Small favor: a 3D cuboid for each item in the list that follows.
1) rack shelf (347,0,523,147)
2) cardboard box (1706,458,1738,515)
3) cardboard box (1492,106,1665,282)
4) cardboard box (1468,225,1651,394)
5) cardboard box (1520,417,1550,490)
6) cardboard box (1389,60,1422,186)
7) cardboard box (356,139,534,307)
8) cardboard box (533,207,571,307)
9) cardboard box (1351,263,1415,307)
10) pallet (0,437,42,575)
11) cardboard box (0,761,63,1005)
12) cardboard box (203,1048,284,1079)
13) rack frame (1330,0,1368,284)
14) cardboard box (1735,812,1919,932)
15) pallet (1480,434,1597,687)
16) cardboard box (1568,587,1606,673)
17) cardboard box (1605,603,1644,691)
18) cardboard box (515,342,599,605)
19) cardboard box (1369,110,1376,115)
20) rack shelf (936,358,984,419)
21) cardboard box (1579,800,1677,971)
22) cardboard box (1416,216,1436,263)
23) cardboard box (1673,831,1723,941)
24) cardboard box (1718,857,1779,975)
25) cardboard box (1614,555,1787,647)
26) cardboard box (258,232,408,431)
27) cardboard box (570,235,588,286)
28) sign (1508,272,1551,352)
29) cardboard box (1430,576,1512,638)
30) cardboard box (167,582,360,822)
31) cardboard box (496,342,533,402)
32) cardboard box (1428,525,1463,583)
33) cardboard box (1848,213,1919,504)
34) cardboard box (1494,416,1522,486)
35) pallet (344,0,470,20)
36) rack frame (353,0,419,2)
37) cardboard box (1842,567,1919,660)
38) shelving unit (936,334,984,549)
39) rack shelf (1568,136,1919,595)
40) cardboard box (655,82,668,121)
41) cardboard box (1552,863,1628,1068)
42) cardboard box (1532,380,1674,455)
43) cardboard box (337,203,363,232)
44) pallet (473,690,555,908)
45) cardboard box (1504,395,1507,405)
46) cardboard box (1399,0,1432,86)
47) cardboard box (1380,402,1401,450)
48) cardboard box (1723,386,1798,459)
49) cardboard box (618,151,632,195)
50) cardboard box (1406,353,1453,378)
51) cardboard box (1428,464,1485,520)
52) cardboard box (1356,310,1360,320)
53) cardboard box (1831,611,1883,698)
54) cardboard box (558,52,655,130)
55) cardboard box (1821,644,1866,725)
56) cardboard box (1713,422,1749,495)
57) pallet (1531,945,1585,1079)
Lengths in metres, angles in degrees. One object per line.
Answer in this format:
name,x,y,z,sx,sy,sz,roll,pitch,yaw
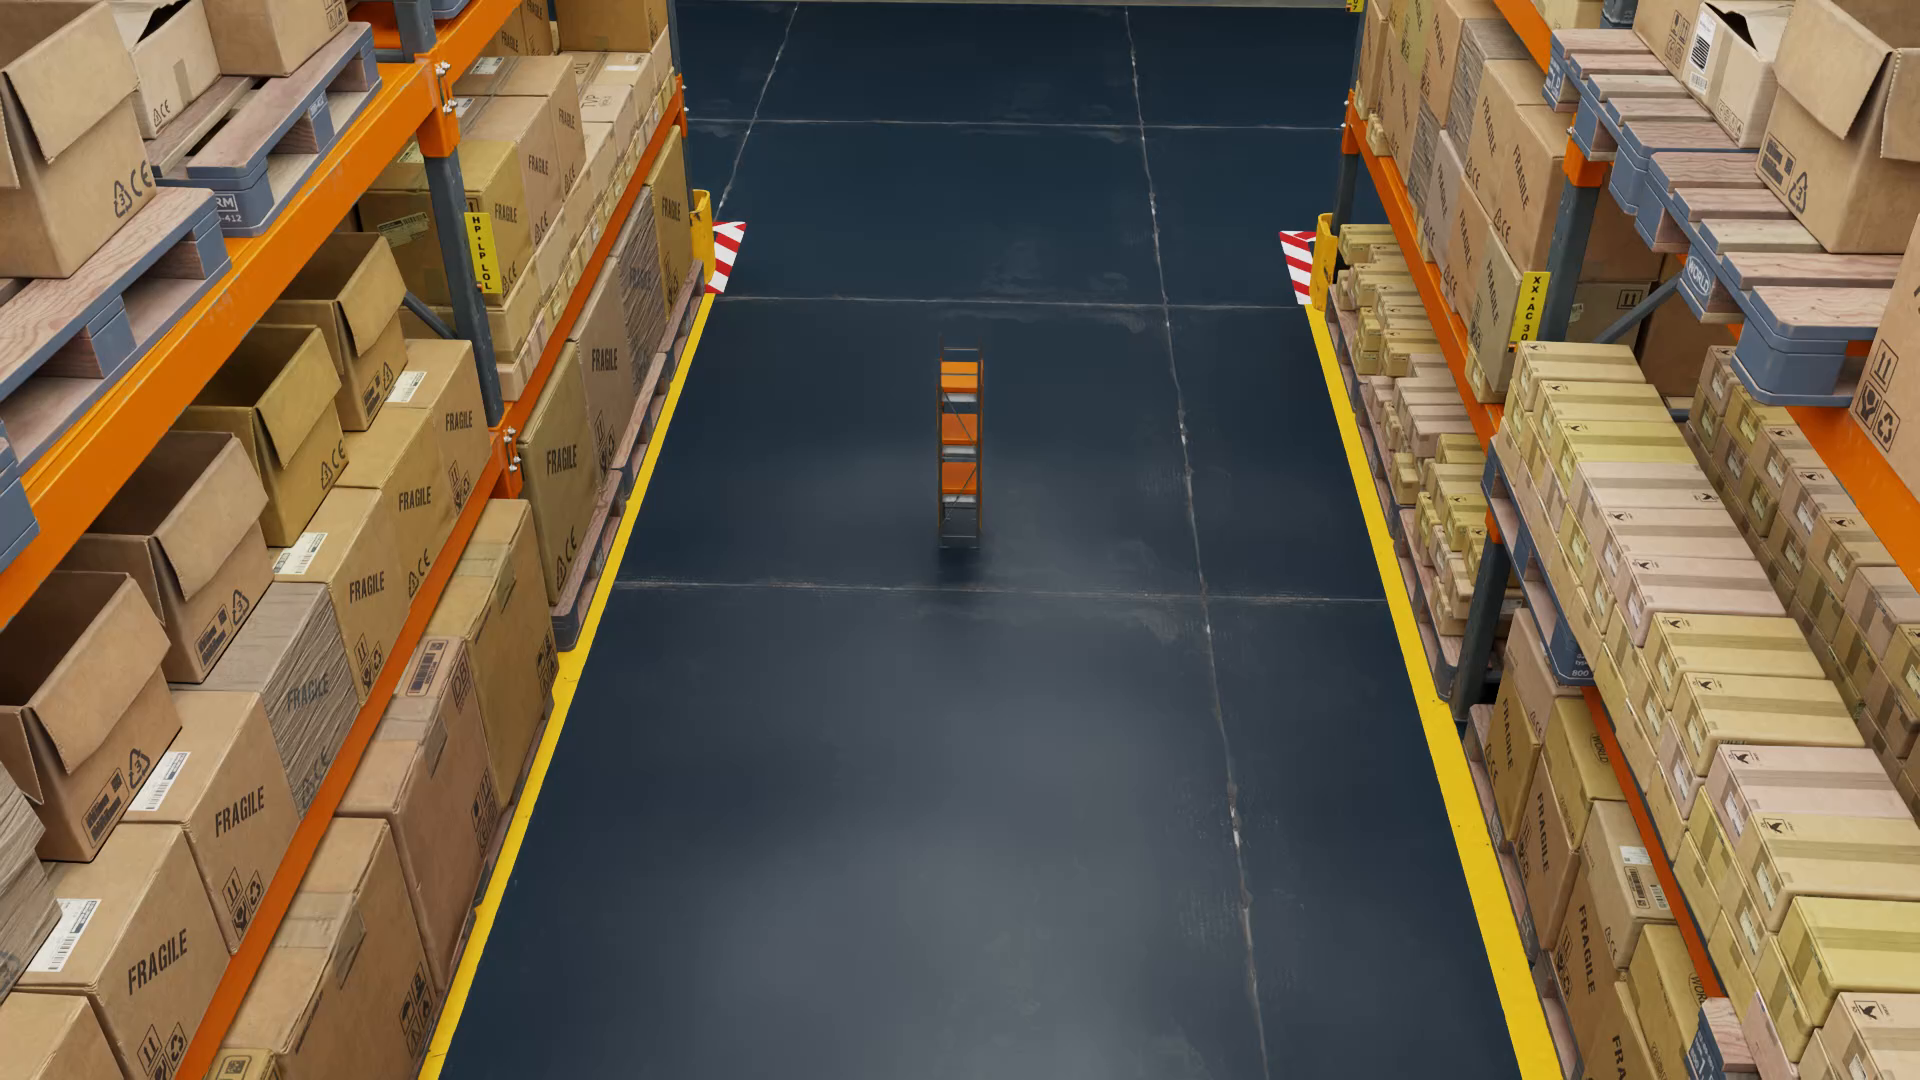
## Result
rack shelf,-2.250,-2.721,7.530,1.077,0.370,4.000,1,35,2
cardboard box,2.794,-0.153,5.713,0.380,0.149,0.250,2,35,2
cardboard box,2.370,-1.314,6.296,0.500,0.500,0.500,0,35,0
cardboard box,2.359,-0.913,6.595,0.500,0.500,0.500,1,35,2
cardboard box,2.138,-0.293,5.652,0.380,0.149,0.250,1,35,1
cardboard box,2.460,-2.086,8.264,0.500,0.500,0.500,2,35,3
cardboard box,-2.056,-1.275,6.676,0.500,0.500,0.500,1,35,2
cardboard box,-2.025,-1.249,7.290,0.500,0.250,0.500,1,35,2
cardboard box,2.393,-1.417,9.255,0.380,0.149,0.250,1,35,2
pallet,-2.518,0.138,3.001,1.213,0.211,1.003,3,35,4
cardboard box,-2.445,0.788,3.561,0.797,0.503,0.637,2,35,3
cardboard box,-2.443,1.961,4.334,1.225,0.875,0.875,0,35,0
rack frame,2.782,-2.765,9.575,1.000,3.000,0.127,1,35,2
cardboard box,2.052,0.779,3.869,0.380,0.149,0.250,2,35,3
pallet,2.445,0.048,5.740,1.003,0.211,1.213,1,35,2
cardboard box,2.106,0.274,5.105,0.380,0.149,0.250,0,35,0
cardboard box,2.098,0.312,4.791,0.380,0.149,0.250,1,35,1
cardboard box,-2.224,-0.319,7.578,0.875,0.875,0.875,1,35,2
cardboard box,2.473,-2.336,9.184,0.380,0.149,0.250,3,35,4
rack shelf,0.002,-0.684,7.835,0.215,0.259,0.240,1,35,2
cardboard box,2.284,1.095,5.240,0.500,0.250,0.500,3,35,4
cardboard box,2.390,-1.433,7.899,0.380,0.149,0.250,2,35,3
cardboard box,2.066,0.880,4.242,0.380,0.149,0.250,0,35,0
cardboard box,2.053,0.898,3.958,0.380,0.149,0.250,1,35,2
cardboard box,2.095,0.180,4.721,0.380,0.149,0.250,3,35,4
cardboard box,-2.348,-0.723,5.711,0.797,0.503,0.637,0,35,1
cardboard box,-1.947,-1.299,7.708,0.380,0.149,0.250,1,35,1
sign,2.079,-0.829,6.068,0.100,0.325,0.005,1,35,2
cardboard box,2.297,0.295,7.336,0.380,0.149,0.250,2,35,2
cardboard box,-2.142,0.467,4.890,0.500,0.500,0.500,1,35,2
cardboard box,-1.986,-0.699,6.854,0.380,0.149,0.250,1,35,2
cardboard box,2.315,0.062,7.408,0.380,0.149,0.250,0,35,0
cardboard box,2.261,-0.345,3.437,0.500,0.500,0.500,1,35,2
cardboard box,2.146,-0.320,5.950,0.380,0.149,0.250,0,35,0
pallet,-2.287,-2.300,6.382,1.003,0.211,1.213,1,35,2
rack frame,-2.330,-3.094,4.826,1.000,3.000,0.127,1,35,2
cardboard box,2.747,0.205,4.685,0.380,0.149,0.250,0,35,0
shelving unit,0.002,-0.460,7.992,0.215,1.050,0.252,1,35,2
rack shelf,2.541,-0.250,4.014,1.077,0.370,4.000,1,35,2
cardboard box,-1.864,-2.473,9.378,0.380,0.149,0.250,2,35,2
cardboard box,2.300,1.408,5.446,0.500,0.500,0.500,2,35,3
cardboard box,2.141,-0.403,5.550,0.380,0.149,0.250,2,35,3
cardboard box,-2.579,-1.276,6.677,0.500,0.500,0.500,2,35,3
pallet,-2.286,0.947,6.719,1.003,0.211,1.213,1,35,2
cardboard box,2.399,-0.533,6.618,0.380,0.149,0.250,1,35,1
cardboard box,2.442,-2.496,7.978,0.500,0.500,0.500,1,35,1
cardboard box,2.393,-0.587,8.591,0.380,0.149,0.250,1,35,2
cardboard box,2.791,-0.389,5.531,0.380,0.149,0.250,0,35,0
cardboard box,-1.904,-1.886,8.544,0.380,0.149,0.250,1,35,2
cardboard box,2.474,-0.817,8.401,0.380,0.149,0.250,1,35,2
cardboard box,2.349,-0.217,7.546,0.380,0.149,0.250,1,35,1
cardboard box,2.513,-1.324,9.639,0.380,0.149,0.250,1,35,2
cardboard box,2.754,0.333,4.761,0.380,0.149,0.250,1,35,2
cardboard box,-1.945,-2.422,8.959,0.500,0.250,0.500,1,35,1
cardboard box,2.754,0.446,4.860,0.380,0.149,0.250,3,35,4
cardboard box,2.793,-0.273,5.624,0.380,0.149,0.250,2,35,2
pallet,2.545,1.825,5.470,1.003,0.211,1.213,1,35,2
